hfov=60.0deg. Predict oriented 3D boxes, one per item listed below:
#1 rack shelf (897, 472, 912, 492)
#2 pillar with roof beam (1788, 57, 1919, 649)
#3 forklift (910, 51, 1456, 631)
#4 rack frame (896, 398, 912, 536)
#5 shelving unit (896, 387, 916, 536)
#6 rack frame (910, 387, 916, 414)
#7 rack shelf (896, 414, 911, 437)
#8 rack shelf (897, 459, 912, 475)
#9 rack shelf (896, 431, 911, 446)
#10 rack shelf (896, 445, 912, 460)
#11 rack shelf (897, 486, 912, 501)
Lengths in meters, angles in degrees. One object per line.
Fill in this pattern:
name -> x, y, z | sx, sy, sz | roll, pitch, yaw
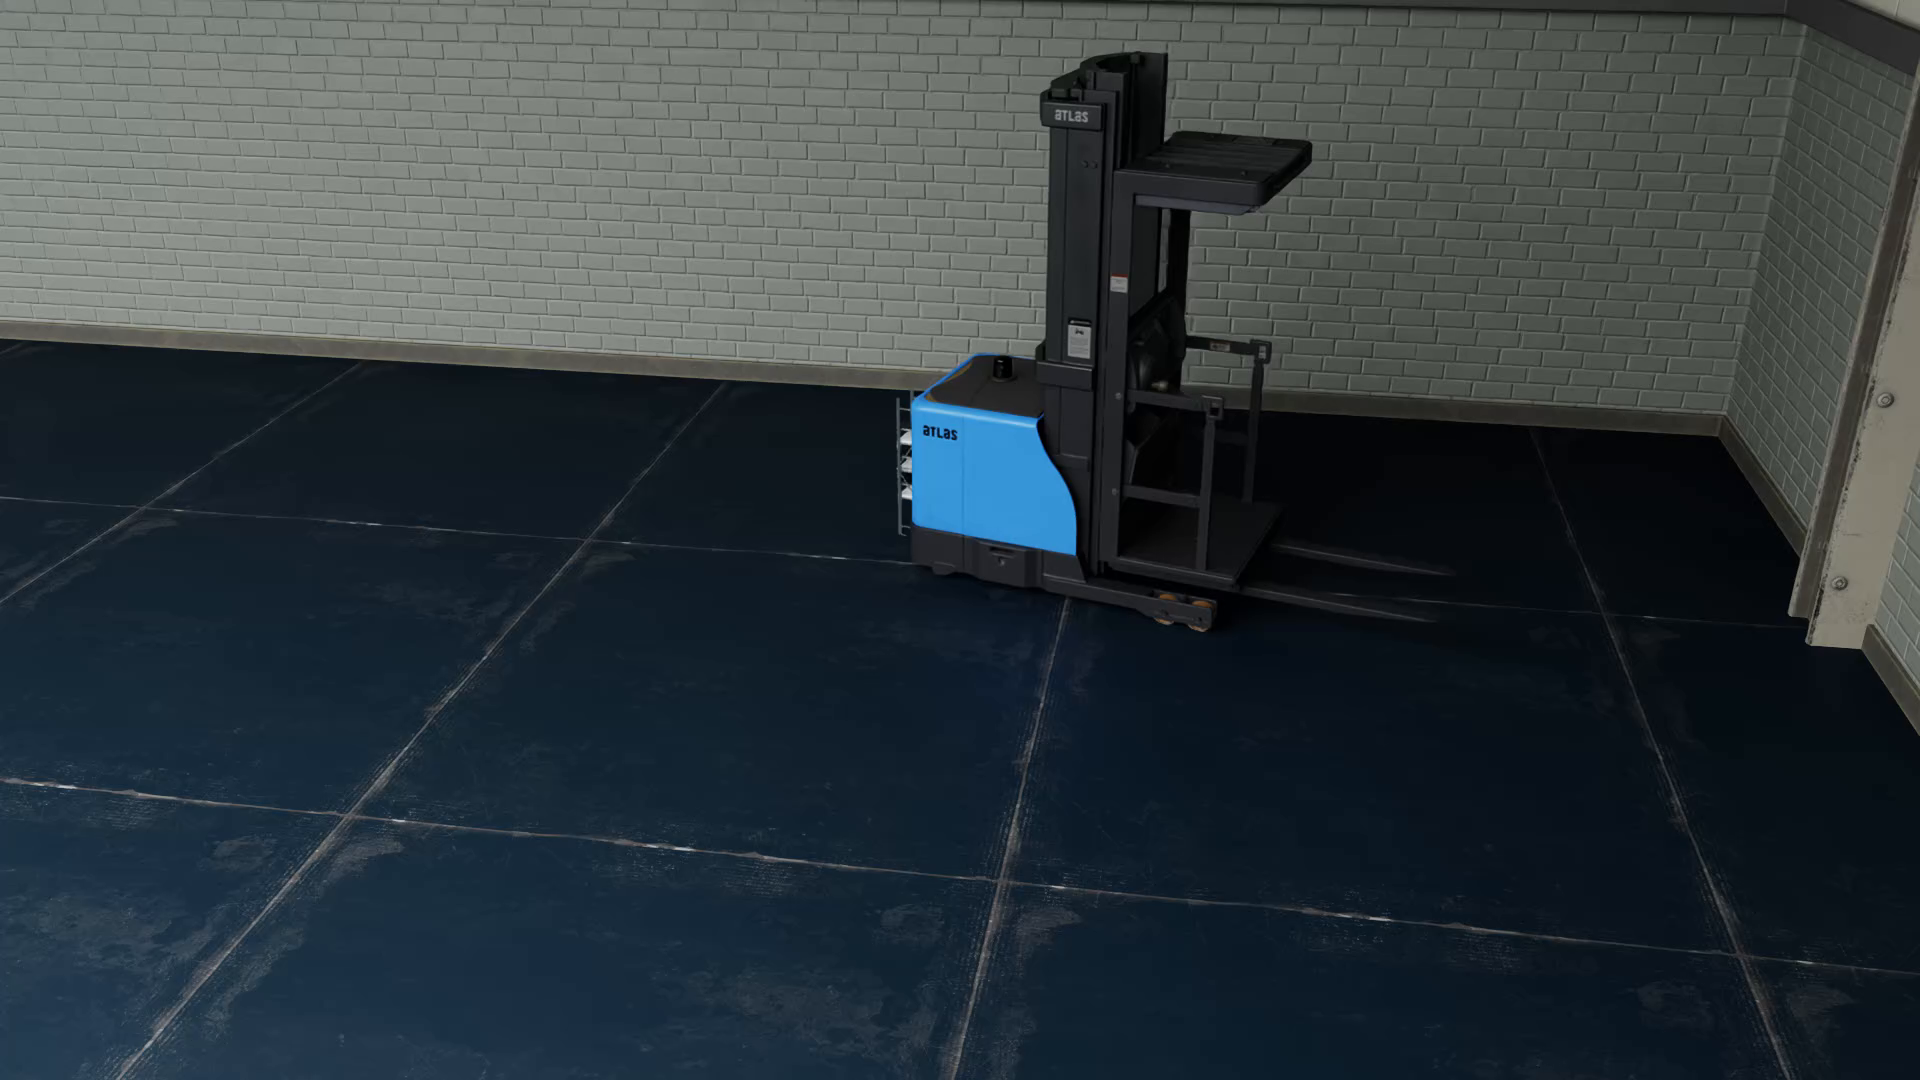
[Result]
rack shelf -> -0.230, -0.350, 10.227 | 0.258, 0.077, 0.200 | 10, 27, 20
pillar with roof beam -> 0.542, -3.876, 7.915 | 9.100, 9.000, 0.400 | 4, 25, 9
forklift -> 1.270, -1.080, 9.101 | 3.031, 2.935, 1.130 | 11, 27, 21
rack frame -> -0.268, -0.422, 10.090 | 0.240, 0.900, 0.006 | 10, 27, 20
shelving unit -> -0.230, -0.462, 10.175 | 0.258, 0.900, 0.210 | 10, 27, 20
rack frame -> -0.191, -0.502, 10.260 | 0.240, 0.900, 0.006 | 10, 27, 20
rack shelf -> -0.230, -0.676, 10.075 | 0.258, 0.077, 0.200 | 10, 27, 20
rack shelf -> -0.230, -0.432, 10.189 | 0.258, 0.077, 0.200 | 10, 27, 20
rack shelf -> -0.230, -0.595, 10.113 | 0.258, 0.077, 0.200 | 10, 27, 20
rack shelf -> -0.230, -0.513, 10.151 | 0.258, 0.077, 0.200 | 10, 27, 20
rack shelf -> -0.230, -0.269, 10.266 | 0.258, 0.077, 0.200 | 10, 27, 20
